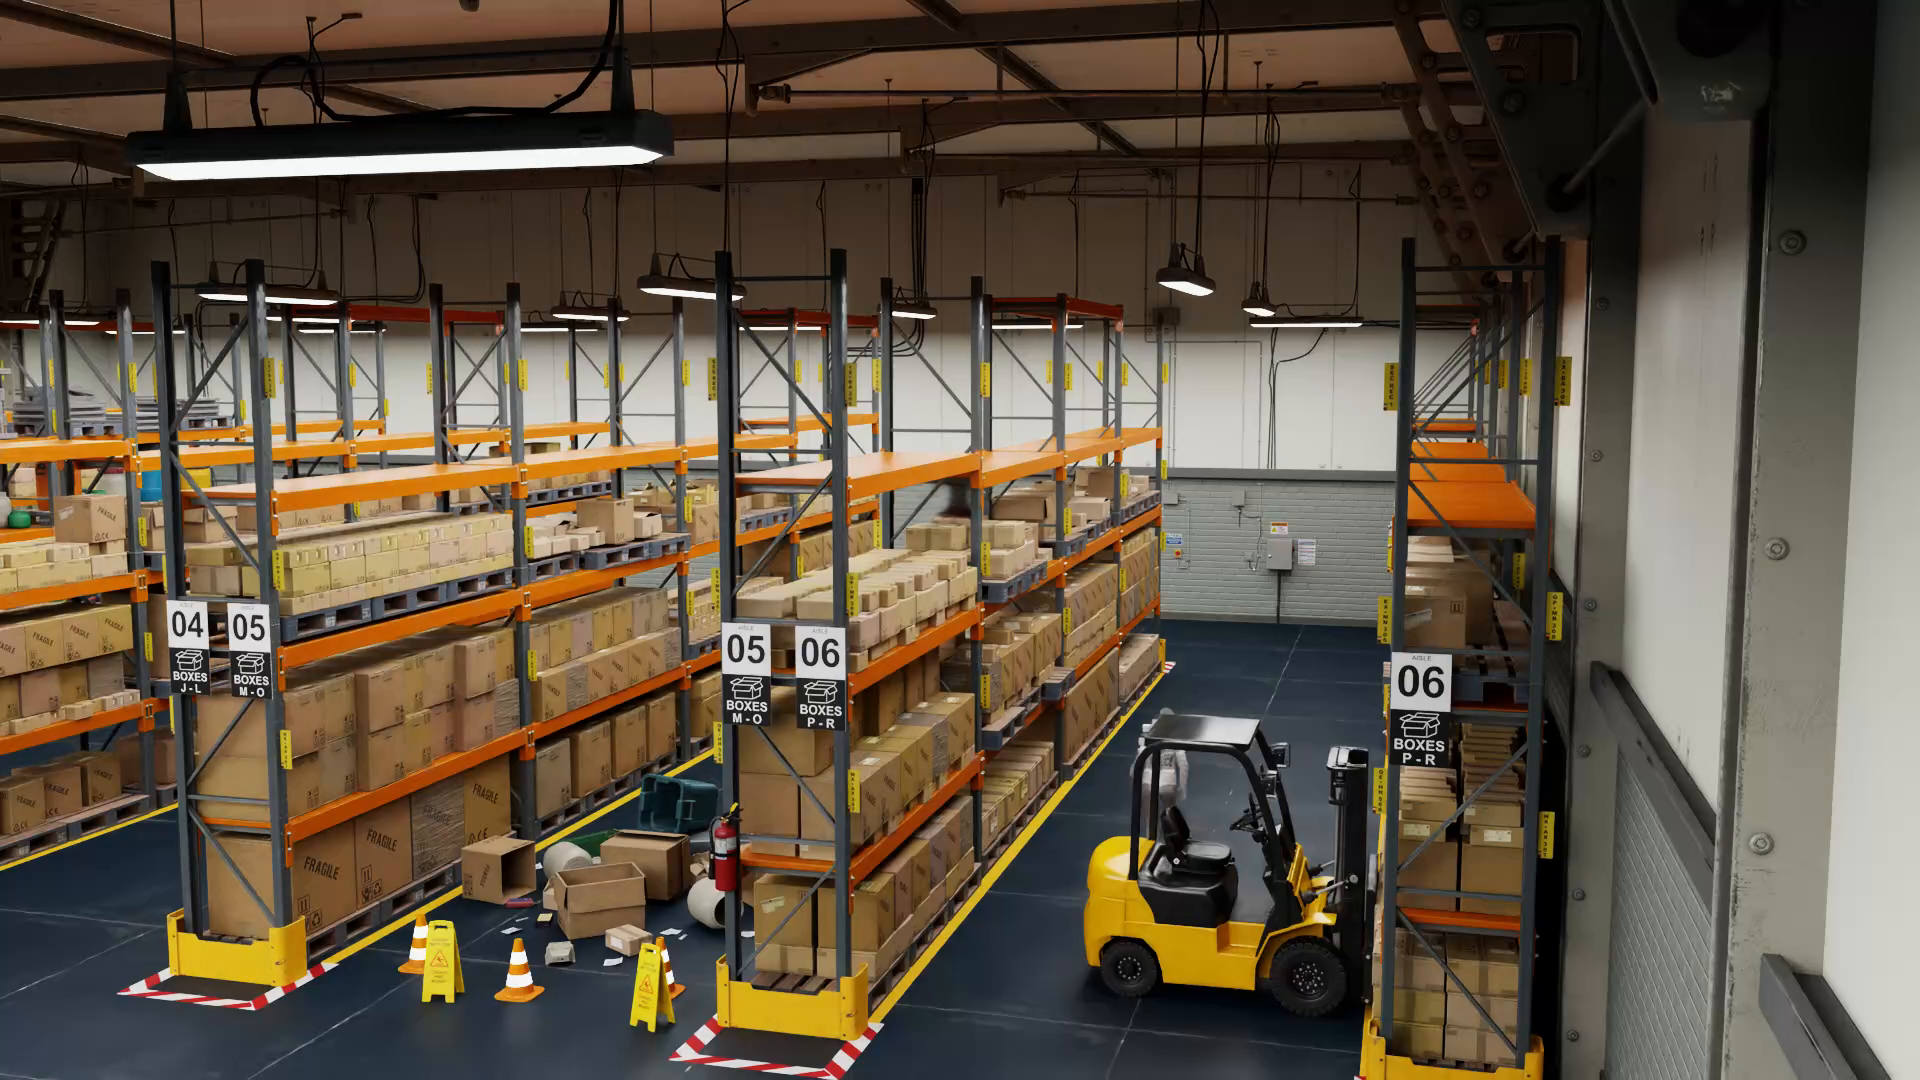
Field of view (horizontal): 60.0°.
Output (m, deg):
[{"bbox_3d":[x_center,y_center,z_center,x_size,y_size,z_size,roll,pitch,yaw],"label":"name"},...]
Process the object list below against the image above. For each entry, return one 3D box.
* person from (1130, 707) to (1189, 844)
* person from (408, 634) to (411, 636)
[{"bbox_3d":[2.028,2.569,17.077,0.634,1.713,0.625,1,6,13],"label":"person"},{"bbox_3d":[-7.172,1.961,21.857,0.536,1.748,0.987,1,6,14],"label":"person"}]
